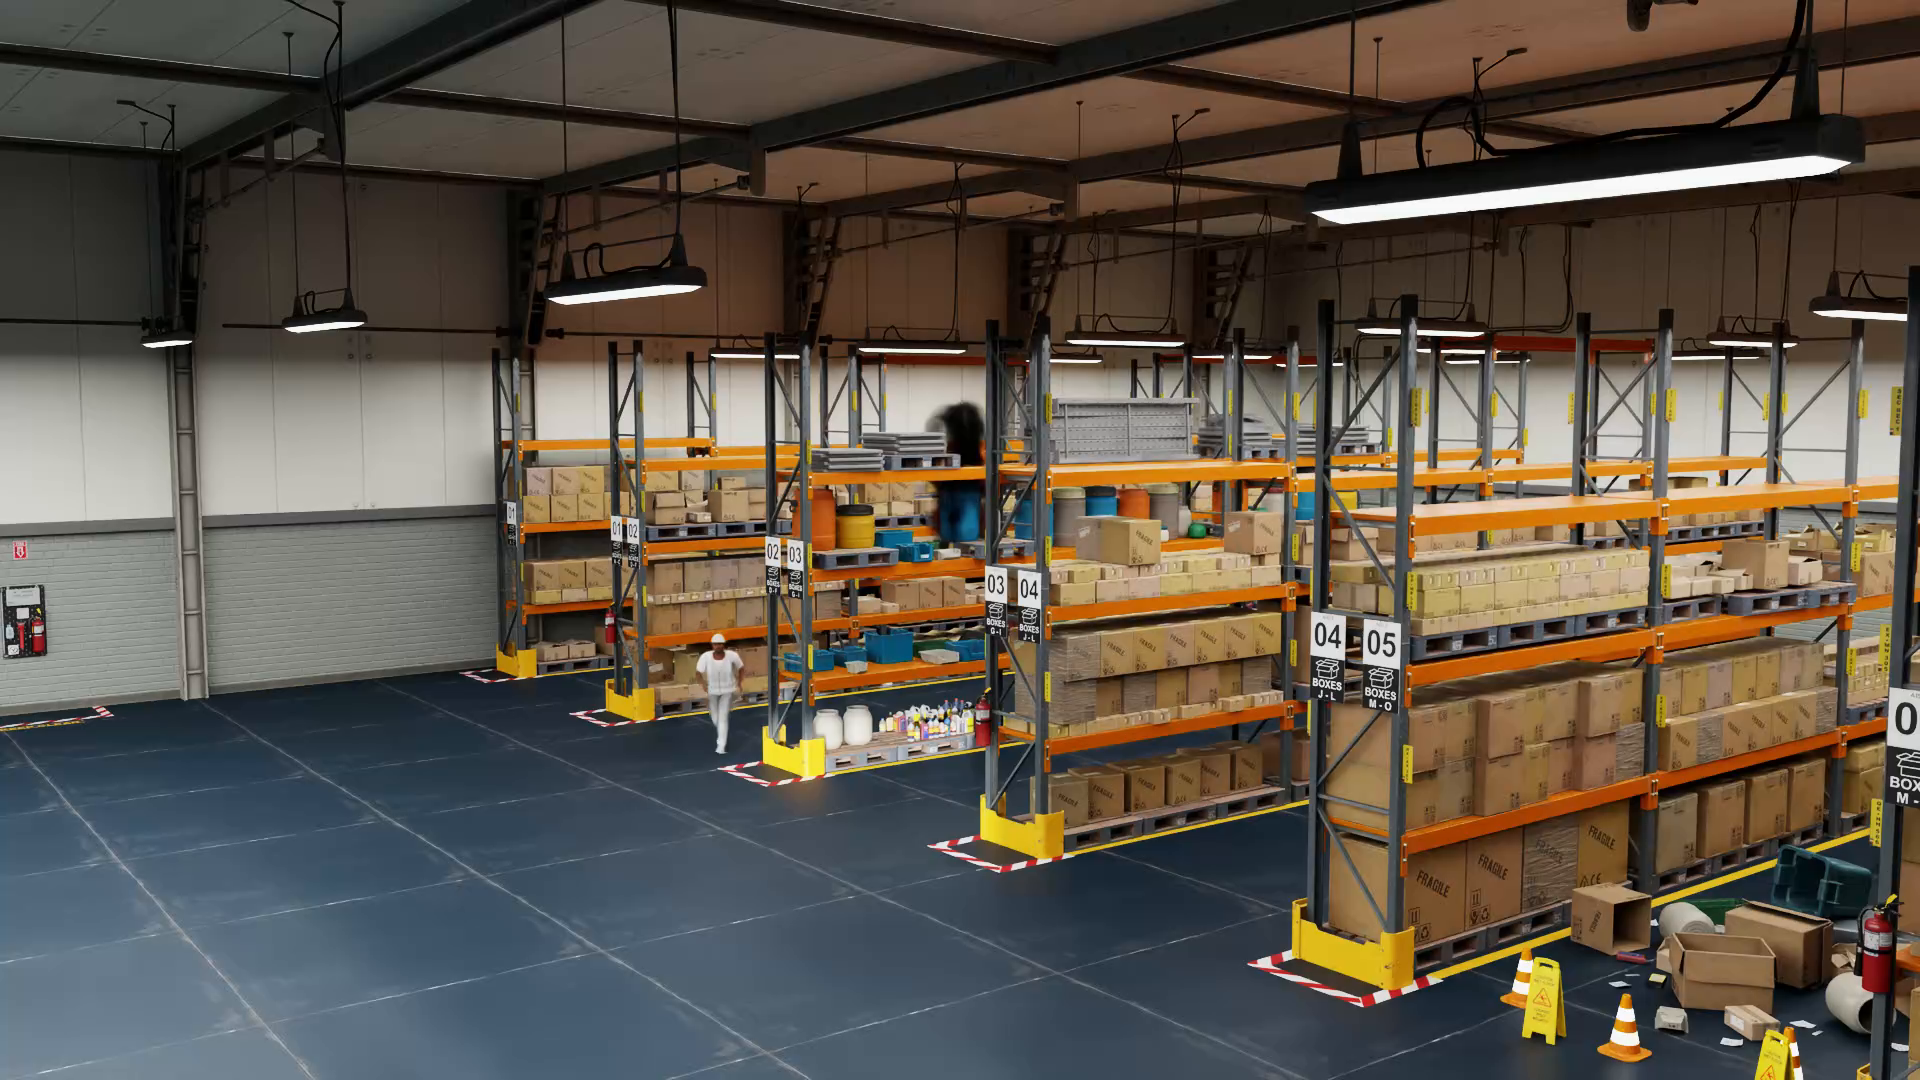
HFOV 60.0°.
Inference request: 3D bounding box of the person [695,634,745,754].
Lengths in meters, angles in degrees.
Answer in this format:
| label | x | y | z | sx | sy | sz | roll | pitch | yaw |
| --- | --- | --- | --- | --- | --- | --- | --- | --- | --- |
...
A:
| label | x | y | z | sx | sy | sz | roll | pitch | yaw |
| --- | --- | --- | --- | --- | --- | --- | --- | --- | --- |
| person | -3.474 | 2.192 | 24.149 | 0.698 | 1.720 | 0.794 | 0 | 5 | 2 |
